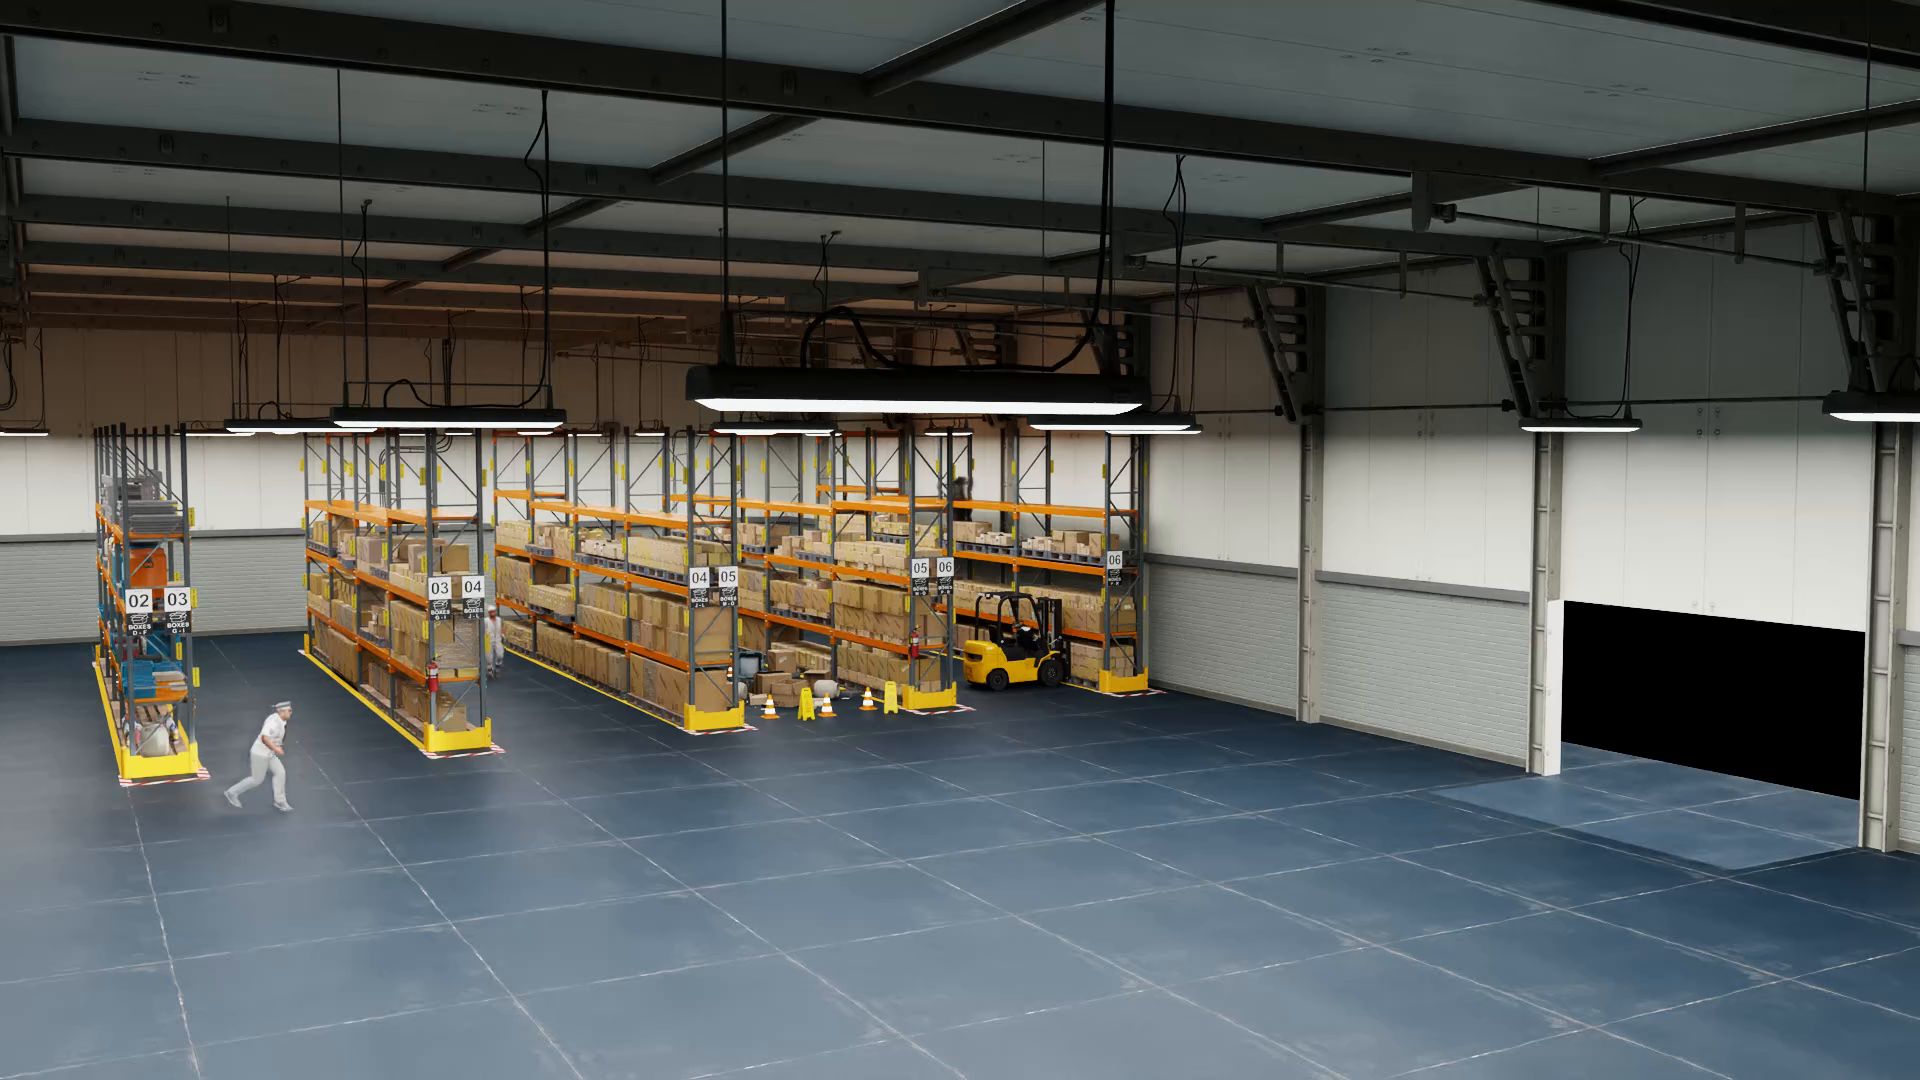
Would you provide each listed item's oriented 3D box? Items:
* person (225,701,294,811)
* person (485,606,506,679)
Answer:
[{"bbox_3d":[-10.788,3.355,25.600,1.011,1.725,0.692,-1,4,-13],"label":"person"},{"bbox_3d":[-11.079,2.438,39.509,0.623,1.766,0.778,-2,4,-29],"label":"person"}]
